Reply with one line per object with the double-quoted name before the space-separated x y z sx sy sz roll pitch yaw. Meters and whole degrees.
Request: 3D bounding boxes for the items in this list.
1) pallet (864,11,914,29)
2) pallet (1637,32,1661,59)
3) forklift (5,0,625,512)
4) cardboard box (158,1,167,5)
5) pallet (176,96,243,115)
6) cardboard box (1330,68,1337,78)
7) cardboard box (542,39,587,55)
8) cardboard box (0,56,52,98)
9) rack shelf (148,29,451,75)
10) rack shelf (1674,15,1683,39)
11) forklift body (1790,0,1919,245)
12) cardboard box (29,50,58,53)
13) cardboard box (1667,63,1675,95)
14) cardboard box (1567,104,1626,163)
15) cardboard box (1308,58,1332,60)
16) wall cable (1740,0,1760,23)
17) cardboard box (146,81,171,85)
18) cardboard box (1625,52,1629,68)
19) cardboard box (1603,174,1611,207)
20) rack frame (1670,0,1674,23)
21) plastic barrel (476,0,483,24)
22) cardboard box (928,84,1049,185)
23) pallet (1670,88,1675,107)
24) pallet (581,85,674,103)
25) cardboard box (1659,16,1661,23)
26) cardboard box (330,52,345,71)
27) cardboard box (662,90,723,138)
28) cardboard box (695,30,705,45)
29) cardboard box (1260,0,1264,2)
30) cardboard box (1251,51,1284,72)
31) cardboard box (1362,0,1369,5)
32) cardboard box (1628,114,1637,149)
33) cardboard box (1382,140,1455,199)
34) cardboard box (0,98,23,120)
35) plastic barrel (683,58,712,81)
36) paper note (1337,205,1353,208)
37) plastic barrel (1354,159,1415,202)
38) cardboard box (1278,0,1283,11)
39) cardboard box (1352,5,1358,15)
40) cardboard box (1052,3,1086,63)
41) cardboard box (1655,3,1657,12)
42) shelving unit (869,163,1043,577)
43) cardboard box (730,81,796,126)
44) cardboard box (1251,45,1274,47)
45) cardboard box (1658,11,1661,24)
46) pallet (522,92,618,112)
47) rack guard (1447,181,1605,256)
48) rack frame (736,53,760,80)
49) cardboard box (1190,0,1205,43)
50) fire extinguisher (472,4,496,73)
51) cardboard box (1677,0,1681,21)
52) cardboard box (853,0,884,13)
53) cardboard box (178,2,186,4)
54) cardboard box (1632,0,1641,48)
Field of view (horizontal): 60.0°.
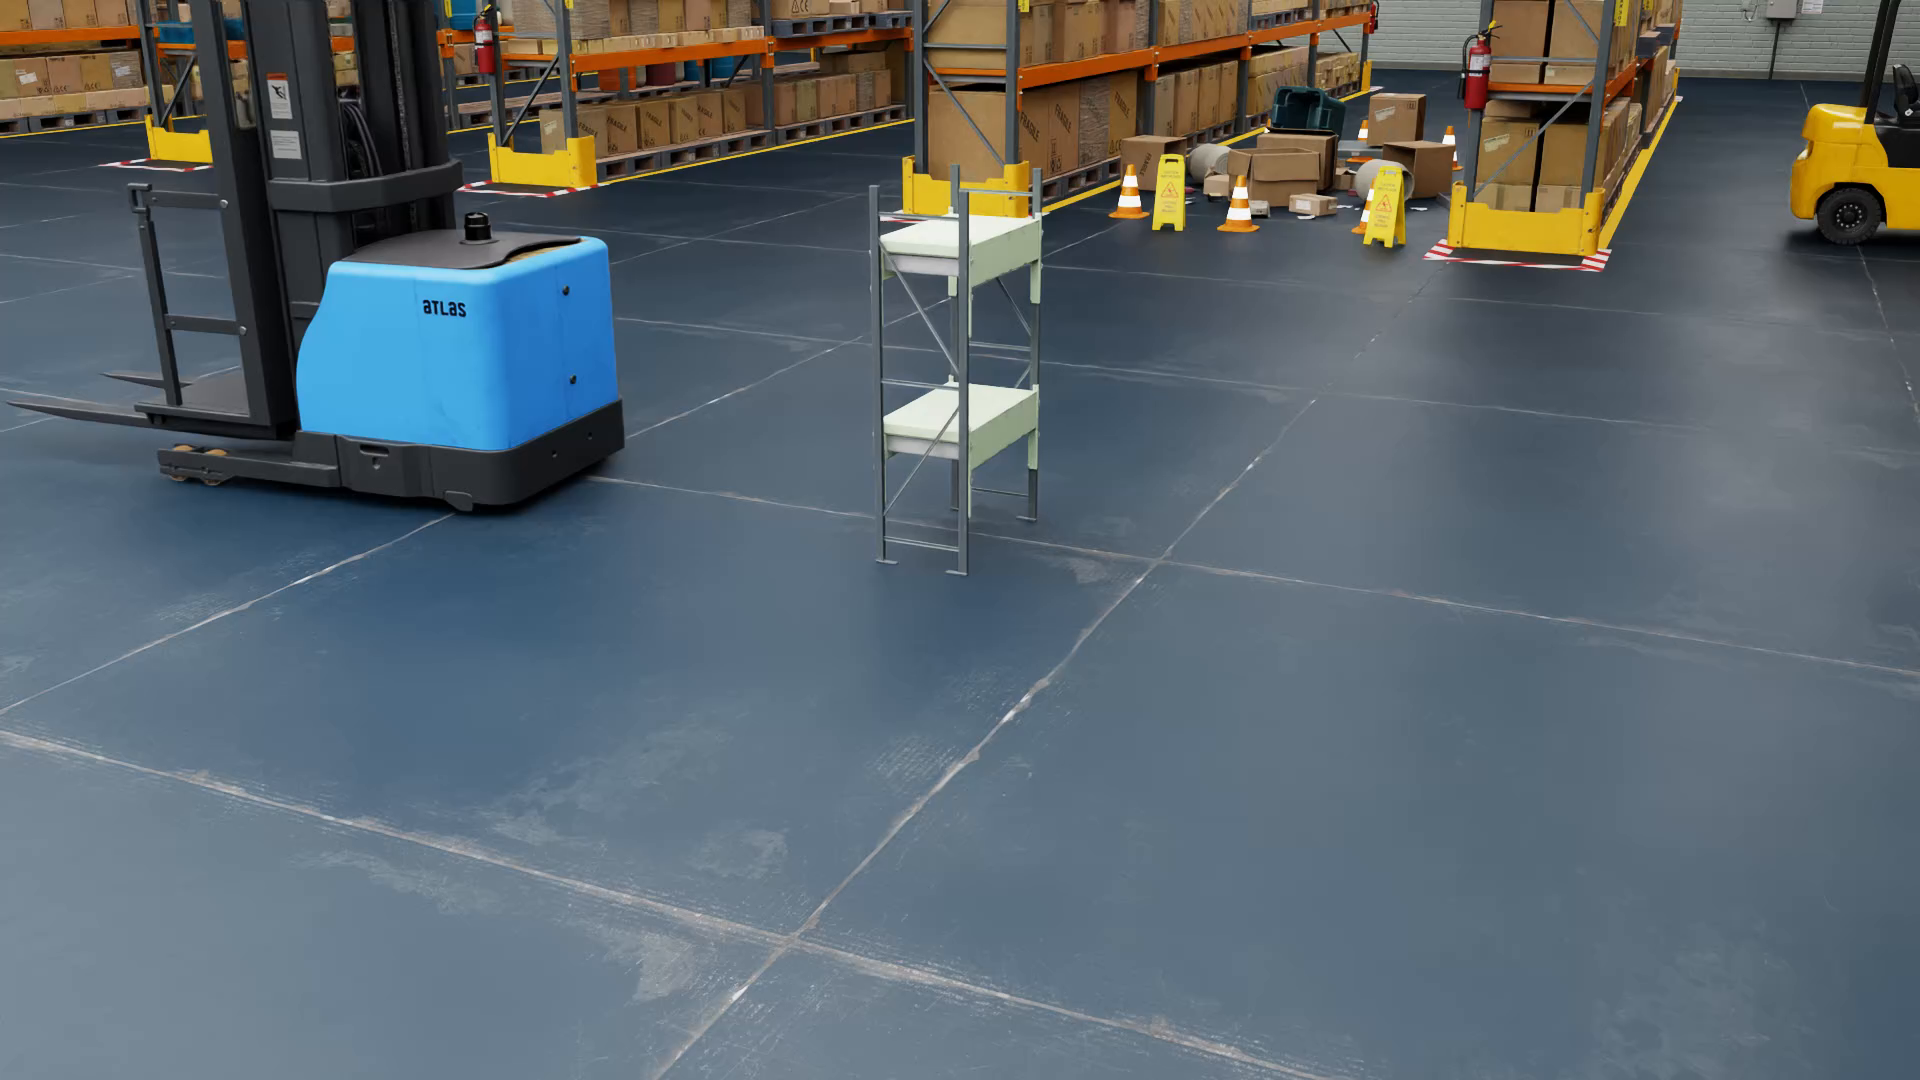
"pallet" -1.344 -7.289 23.275 1.213 0.211 1.003 9 21 23
"pallet" 6.699 -5.153 17.267 1.003 0.211 1.213 9 21 23
"forklift" -3.189 -1.789 7.624 3.031 2.935 1.130 7 21 18
"cardboard box" -14.360 -9.611 29.862 0.380 0.149 0.250 8 21 22
"pallet" -11.558 -6.666 25.399 1.003 0.211 1.213 9 21 23
"cardboard box" 5.909 -7.586 27.006 0.380 0.149 0.250 8 21 22
"cardboard box" -4.091 -5.102 17.215 0.380 0.149 0.250 9 21 23
"cardboard box" -12.643 -6.224 22.350 0.500 0.500 0.500 9 21 23
"rack shelf" -8.125 -6.118 20.770 1.077 0.370 4.000 9 21 23
"rack shelf" 10.348 -7.747 25.351 1.077 0.370 4.000 9 21 23
"forklift body" 8.258 -3.557 13.760 2.313 2.155 1.214 9 21 23
"cardboard box" -15.647 -8.000 28.062 0.700 0.500 0.500 9 21 23
"cardboard box" 10.621 -7.192 25.912 0.875 0.438 0.875 9 22 24
"cardboard box" 5.841 -3.756 15.410 0.500 0.500 0.500 10 22 26
"cardboard box" 5.829 -7.739 26.994 0.380 0.149 0.250 8 21 20
"wall cable" 14.754 -10.712 31.098 0.588 1.984 0.122 9 21 23
"cardboard box" -11.918 -6.819 25.142 0.500 0.250 0.500 8 21 22
"cardboard box" 5.987 -4.460 15.408 0.380 0.149 0.250 8 21 22
"cardboard box" 5.414 -3.073 14.609 0.500 0.250 0.500 9 22 25
"rack frame" 9.529 -7.475 23.511 1.000 3.000 0.127 9 21 23
"plastic barrel" -6.714 -7.395 23.084 0.433 0.535 0.433 0 20 0
"cardboard box" 0.276 -3.868 15.913 0.875 0.875 0.875 9 21 23
"pallet" 10.911 -7.129 26.699 1.003 0.211 1.213 9 21 23
"pallet" -5.383 -7.224 26.968 1.003 0.211 1.213 9 21 23
"cardboard box" 8.321 -6.297 20.421 0.500 0.250 0.500 8 21 22
"cardboard box" -10.382 -7.785 27.023 0.500 0.311 0.500 8 21 22
"cardboard box" -3.215 -5.116 19.983 0.500 0.500 0.500 17 26 40
"cardboard box" -3.164 -5.789 19.146 0.380 0.149 0.250 9 21 23
"cardboard box" 3.931 -7.406 22.620 0.380 0.149 0.250 8 21 21
"cardboard box" 4.259 -6.756 23.474 0.500 0.250 0.500 9 21 23
"cardboard box" 6.661 -9.361 28.220 0.500 0.500 0.500 9 21 24
"cardboard box" 7.040 -4.583 18.674 0.950 0.372 0.625 9 22 24
"cardboard box" 4.573 -3.712 16.657 0.500 0.500 0.500 -9 22 -24
"cardboard box" -12.838 -5.716 22.042 0.500 0.250 0.500 9 21 23
"plastic barrel" -4.559 -8.343 28.457 0.600 0.901 0.708 9 21 23
"paper note" 3.671 -3.204 15.948 0.148 0.019 0.142 18 26 41
"plastic barrel" 4.080 -3.432 15.987 0.421 0.421 0.512 -9 22 -24
"cardboard box" 4.350 -7.574 23.538 0.380 0.149 0.250 8 21 21
"cardboard box" 6.426 -8.858 27.776 0.380 0.149 0.250 9 22 24
"cardboard box" 0.718 -4.970 16.244 0.875 0.550 0.550 9 21 23
"cardboard box" 7.327 -5.980 18.086 0.500 0.500 0.500 8 21 20
"shelving unit" -0.003 -0.705 6.712 0.431 1.500 0.755 9 21 23
"cardboard box" -2.516 -5.604 21.322 0.700 0.500 0.500 7 21 19
"cardboard box" 4.428 -7.307 25.023 0.500 0.250 0.500 8 21 20
"cardboard box" 7.866 -6.024 19.180 0.380 0.149 0.250 8 21 22
"pallet" -6.021 -6.746 25.623 1.003 0.211 1.213 9 21 23
"rack guard" 4.647 -2.652 13.680 1.175 0.500 0.348 9 21 23
"rack frame" -4.030 -9.514 29.245 1.000 3.000 0.127 9 21 23
"cardboard box" 2.570 -6.156 19.652 0.500 0.500 0.500 8 21 22
"fire extinguisher" -4.893 -5.158 17.112 0.296 0.674 0.183 9 21 23
"cardboard box" 10.591 -8.092 25.095 0.500 0.500 0.500 9 22 24
"cardboard box" -1.472 -7.502 22.811 0.700 0.500 0.500 12 23 31
"cardboard box" -11.631 -7.980 25.132 0.396 0.266 0.258 8 21 21
"cardboard box" 6.094 -4.888 15.645 0.500 0.500 0.500 9 22 25
